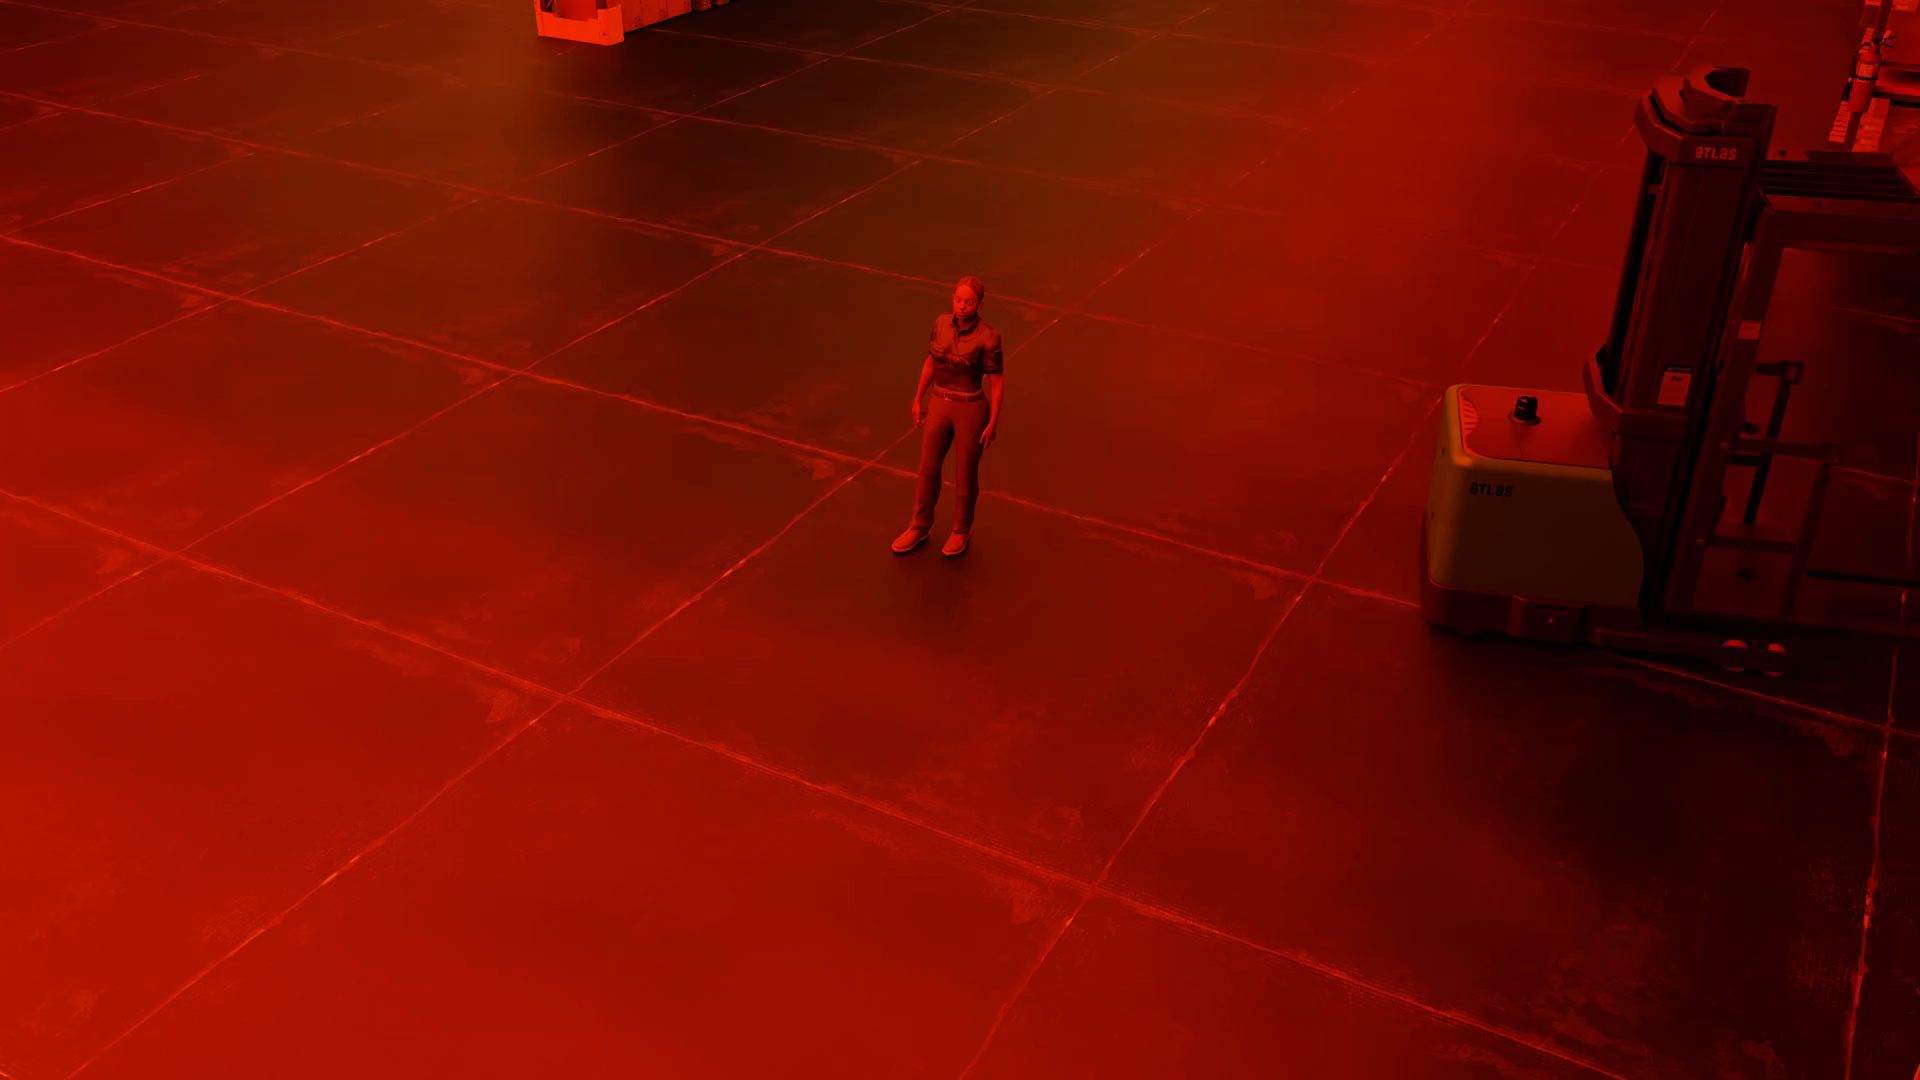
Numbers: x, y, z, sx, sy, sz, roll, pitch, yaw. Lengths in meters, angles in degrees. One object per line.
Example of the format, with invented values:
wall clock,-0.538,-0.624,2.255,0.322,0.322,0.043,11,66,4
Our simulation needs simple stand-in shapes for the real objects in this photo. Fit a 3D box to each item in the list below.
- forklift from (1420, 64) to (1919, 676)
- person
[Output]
forklift,4.116,-0.844,8.532,3.031,2.935,1.130,6,31,11
person,-0.060,-0.689,9.527,0.570,1.656,0.503,15,33,25
